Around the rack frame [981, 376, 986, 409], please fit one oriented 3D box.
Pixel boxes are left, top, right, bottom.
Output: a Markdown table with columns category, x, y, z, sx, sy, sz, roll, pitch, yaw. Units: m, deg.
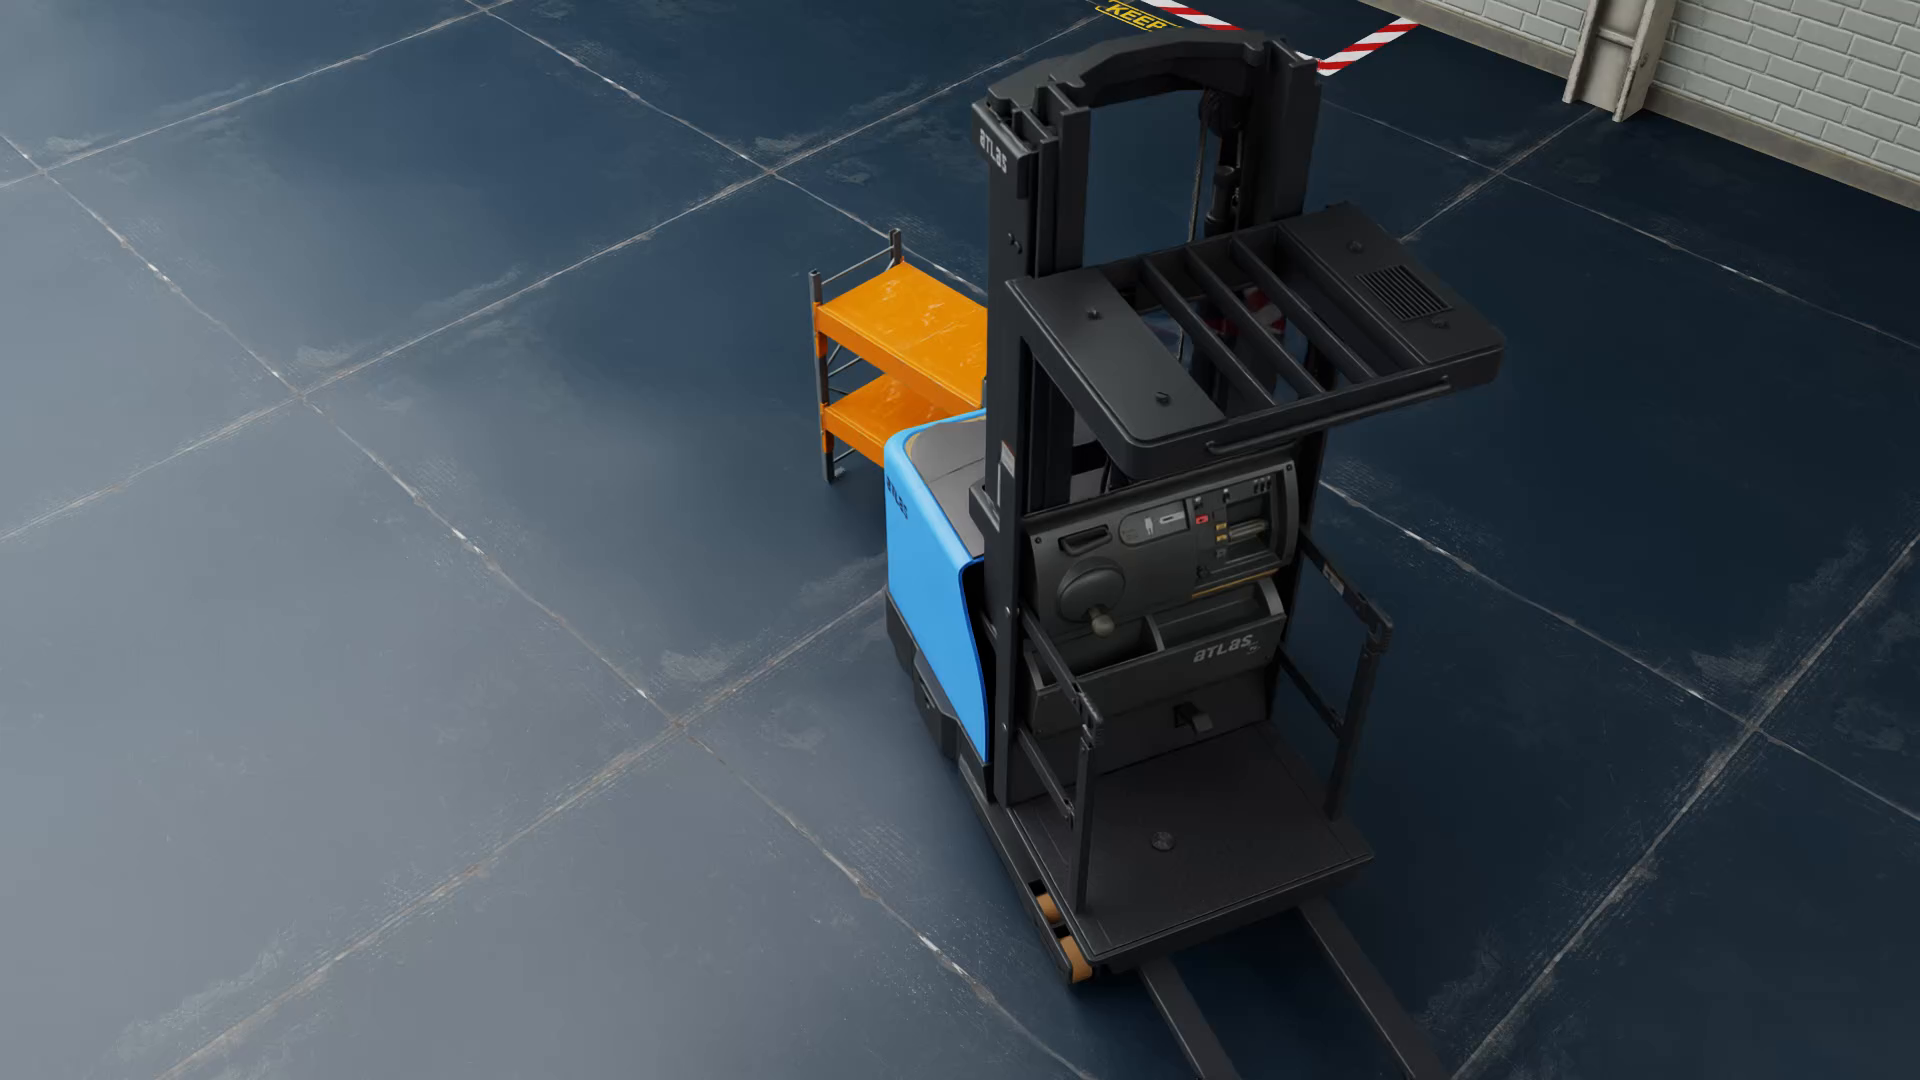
| category | x | y | z | sx | sy | sz | roll | pitch | yaw |
| --- | --- | --- | --- | --- | --- | --- | --- | --- | --- |
| rack frame | 0.271 | -0.316 | 6.881 | 0.500 | 1.125 | 0.032 | -34 | 52 | -31 |

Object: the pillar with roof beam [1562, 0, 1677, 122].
| category | x | y | z | sx | sy | sz | roll | pitch | yaw |
| --- | --- | --- | --- | --- | --- | --- | --- | --- | --- |
| pillar with roof beam | 0.935 | -3.948 | 5.009 | 9.100 | 9.000 | 0.400 | -34 | 53 | -31 |

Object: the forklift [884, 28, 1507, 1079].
| category | x | y | z | sx | sy | sz | roll | pitch | yaw |
| --- | --- | --- | --- | --- | --- | --- | --- | --- | --- |
| forklift | 0.737 | 0.110 | 5.089 | 1.130 | 2.935 | 3.031 | -16 | 45 | -17 |

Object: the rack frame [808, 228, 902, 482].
| category | x | y | z | sx | sy | sz | roll | pitch | yaw |
| --- | --- | --- | --- | --- | --- | --- | --- | --- | --- |
| rack frame | -0.442 | -0.808 | 7.413 | 0.500 | 1.125 | 0.032 | -34 | 52 | -31 |

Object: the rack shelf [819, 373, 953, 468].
| category | x | y | z | sx | sy | sz | roll | pitch | yaw |
| --- | --- | --- | --- | --- | --- | --- | --- | --- | --- |
| rack shelf | -0.085 | -0.382 | 7.313 | 0.538 | 0.278 | 1.000 | -34 | 52 | -31 |

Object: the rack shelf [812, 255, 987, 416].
| category | x | y | z | sx | sy | sz | roll | pitch | yaw |
| --- | --- | --- | --- | --- | --- | --- | --- | --- | --- |
| rack shelf | -0.085 | -0.777 | 6.948 | 0.538 | 0.278 | 1.000 | -34 | 52 | -31 |

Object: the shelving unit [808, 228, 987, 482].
| category | x | y | z | sx | sy | sz | roll | pitch | yaw |
| --- | --- | --- | --- | --- | --- | --- | --- | --- | --- |
| shelving unit | -0.085 | -0.562 | 7.147 | 0.538 | 1.125 | 1.048 | -34 | 52 | -31 |
